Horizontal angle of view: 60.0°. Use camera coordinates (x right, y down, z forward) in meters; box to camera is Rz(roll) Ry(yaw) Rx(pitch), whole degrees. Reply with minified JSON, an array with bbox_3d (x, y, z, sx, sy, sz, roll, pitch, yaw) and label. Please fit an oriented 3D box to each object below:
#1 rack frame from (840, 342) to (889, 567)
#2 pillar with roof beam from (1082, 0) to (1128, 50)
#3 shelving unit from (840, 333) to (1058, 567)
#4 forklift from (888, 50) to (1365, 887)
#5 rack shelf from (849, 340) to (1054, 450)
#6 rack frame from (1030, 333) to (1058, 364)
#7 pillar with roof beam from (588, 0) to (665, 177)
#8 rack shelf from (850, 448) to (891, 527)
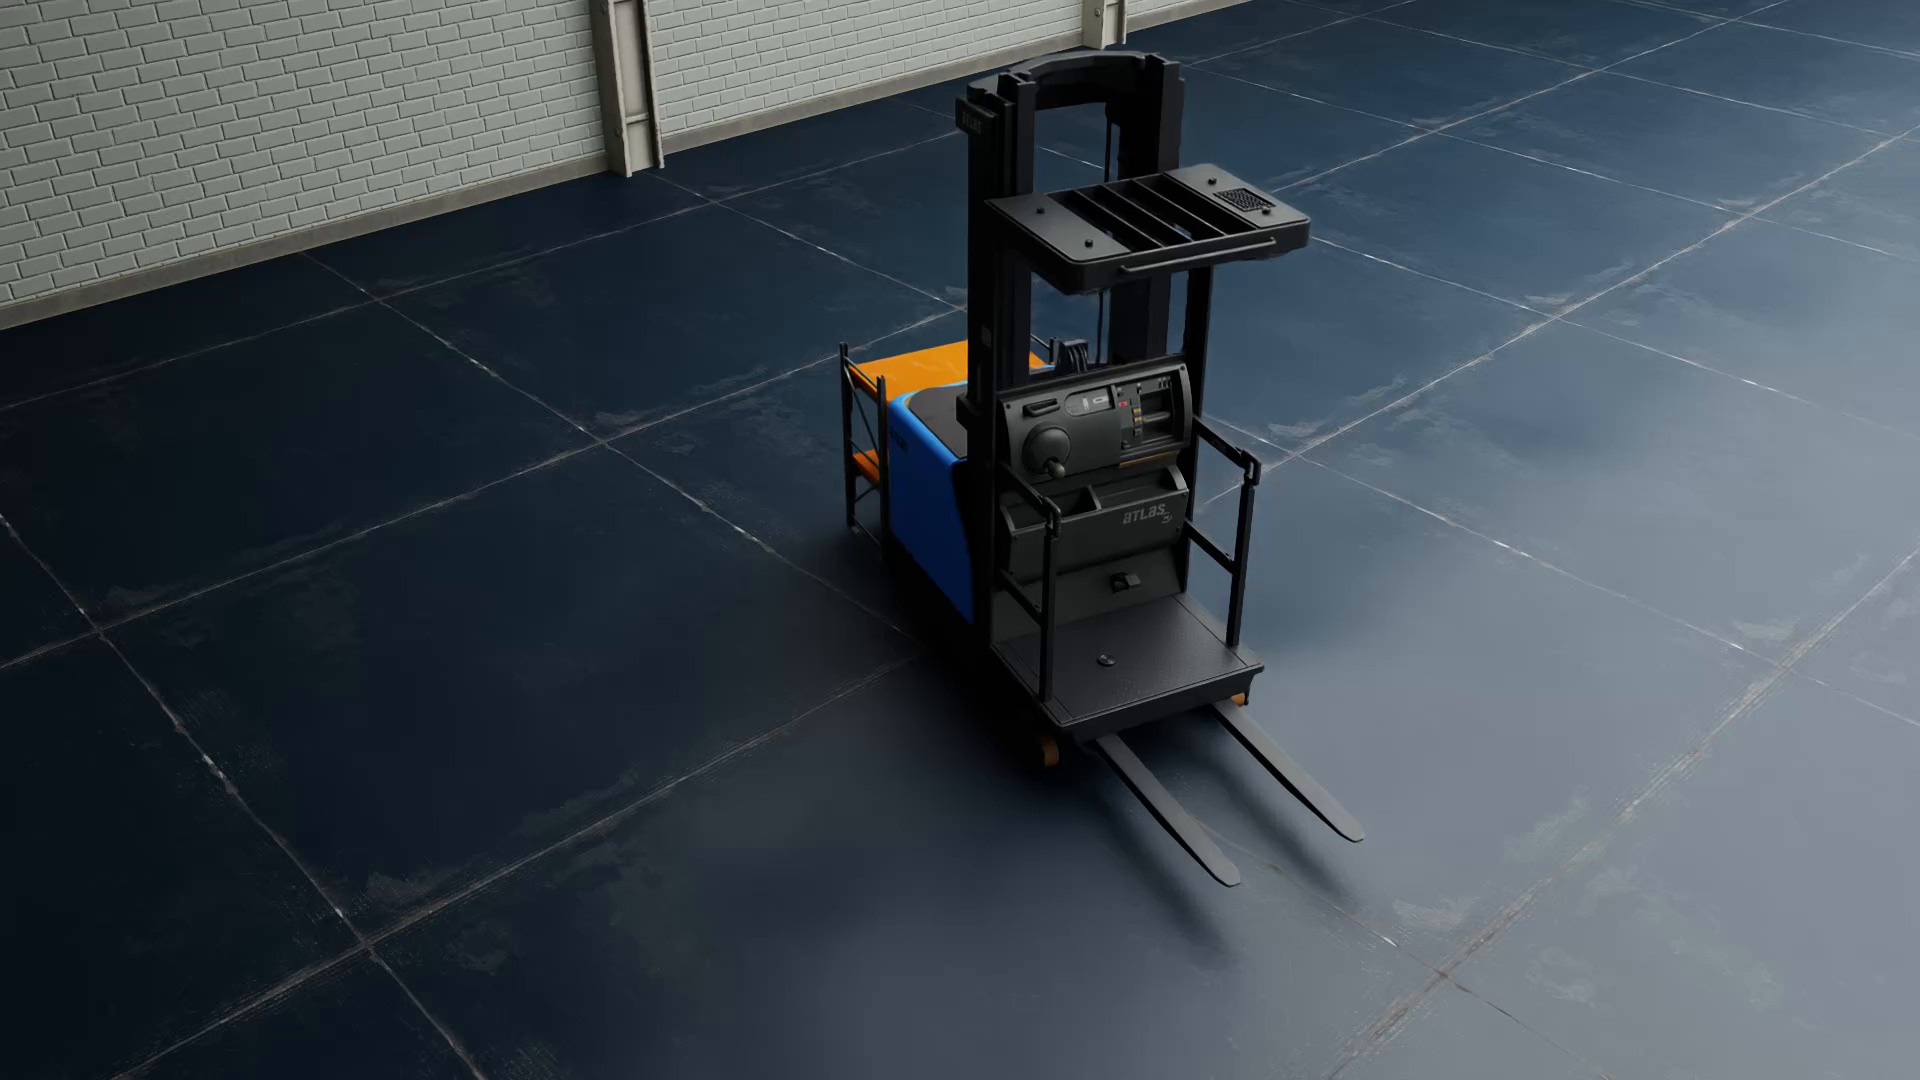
[{"bbox_3d":[-0.508,-0.454,8.914,0.032,1.125,0.500,-16,35,-24],"label":"rack frame"},{"bbox_3d":[4.485,-7.585,13.029,0.400,9.000,9.100,-26,40,-35],"label":"pillar with roof beam"},{"bbox_3d":[-0.059,-0.578,9.117,1.048,1.125,0.538,-16,35,-24],"label":"shelving unit"},{"bbox_3d":[0.711,-0.475,7.218,1.130,2.935,3.031,-14,34,-22],"label":"forklift"},{"bbox_3d":[-0.059,-0.828,8.965,1.000,0.278,0.538,-16,35,-24],"label":"rack shelf"},{"bbox_3d":[0.390,-0.703,9.321,0.032,1.125,0.500,-16,35,-24],"label":"rack frame"},{"bbox_3d":[0.086,-5.457,9.548,0.400,9.000,9.100,-26,40,-35],"label":"pillar with roof beam"},{"bbox_3d":[-0.059,-0.370,9.245,1.000,0.278,0.538,-16,35,-24],"label":"rack shelf"}]
